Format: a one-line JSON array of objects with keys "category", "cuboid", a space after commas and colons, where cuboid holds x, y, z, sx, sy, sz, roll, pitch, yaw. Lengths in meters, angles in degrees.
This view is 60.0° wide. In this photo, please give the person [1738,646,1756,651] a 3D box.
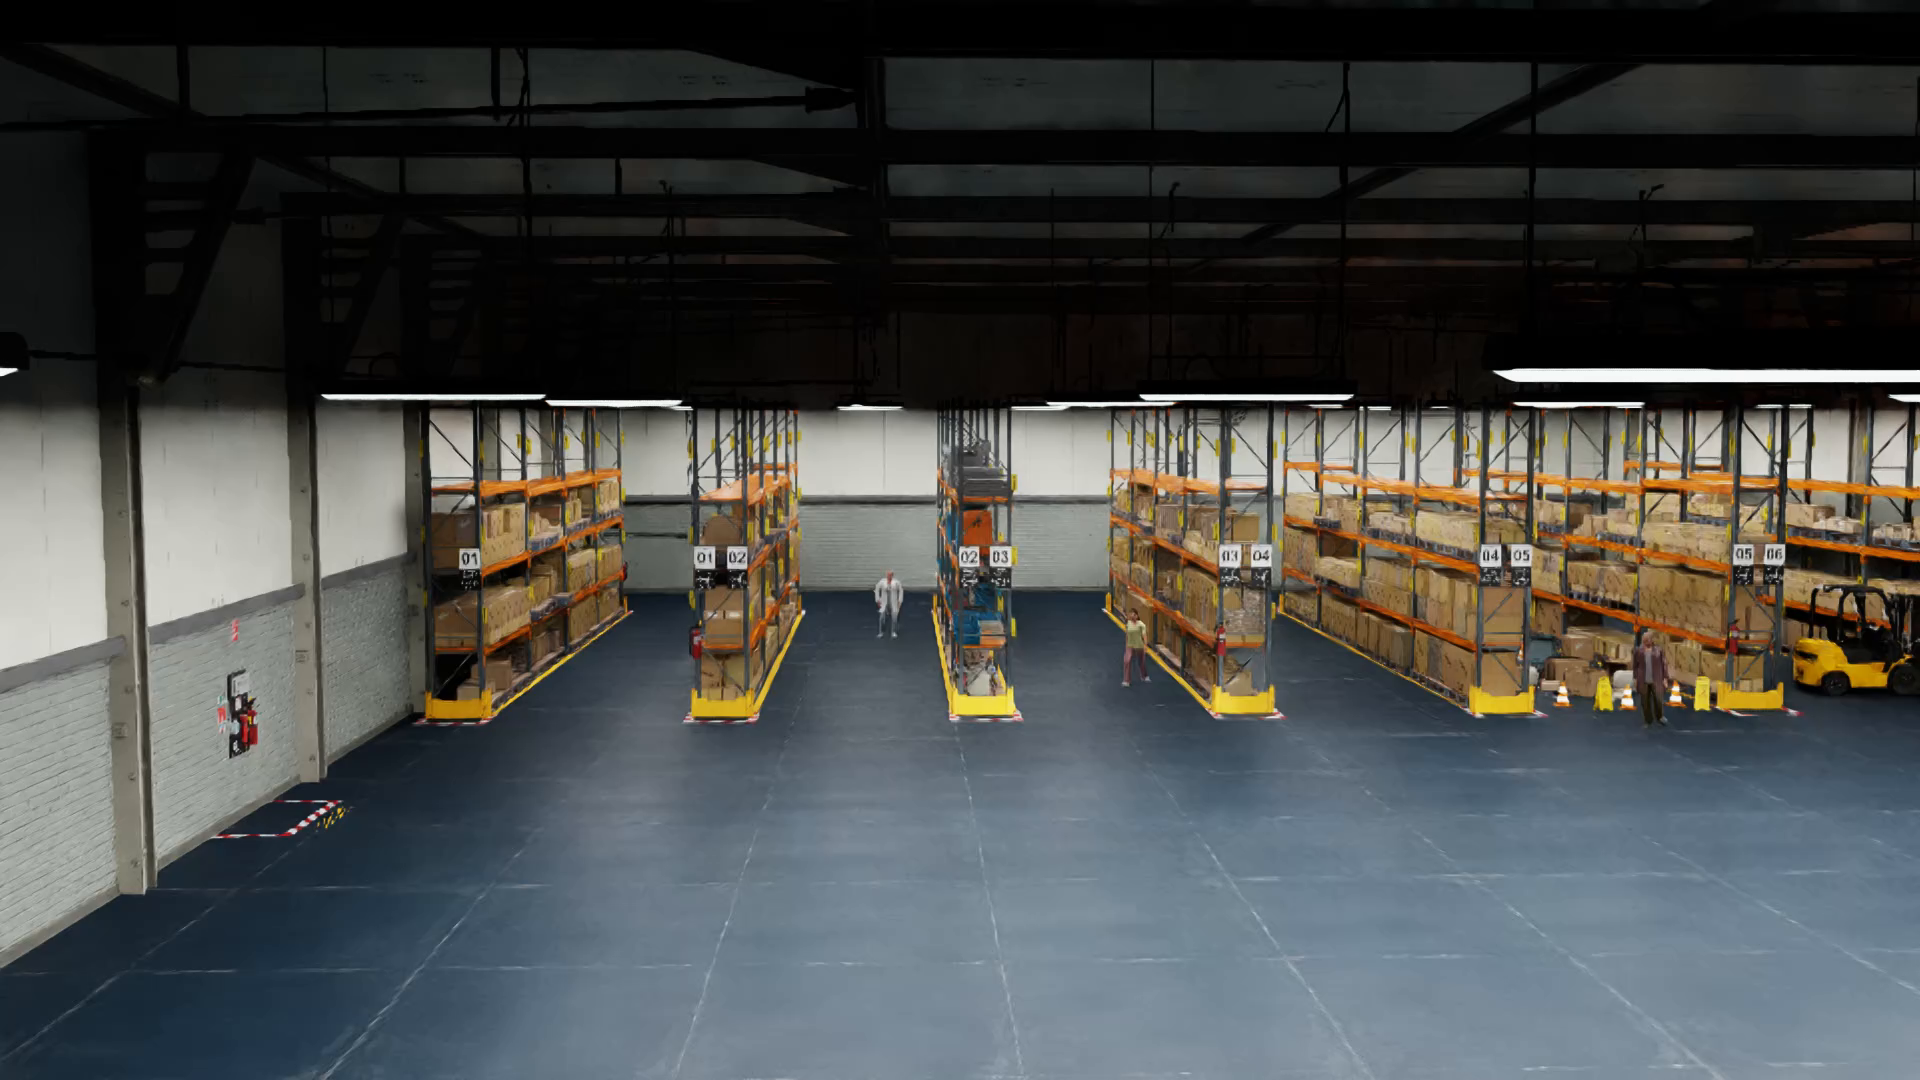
[{"category": "person", "cuboid": [16.756, 2.074, 35.499, 0.457, 1.783, 0.618, -3, 5, -34]}]

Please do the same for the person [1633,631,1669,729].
[{"category": "person", "cuboid": [12.495, 2.521, 30.054, 0.619, 1.773, 0.575, 3, 5, 33]}]

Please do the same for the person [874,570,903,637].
[{"category": "person", "cuboid": [-1.806, 1.606, 42.171, 0.729, 1.733, 0.542, 0, 4, -3]}]

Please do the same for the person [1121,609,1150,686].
[{"category": "person", "cuboid": [3.695, 2.239, 34.857, 0.491, 1.582, 0.954, 2, 5, 19]}]
